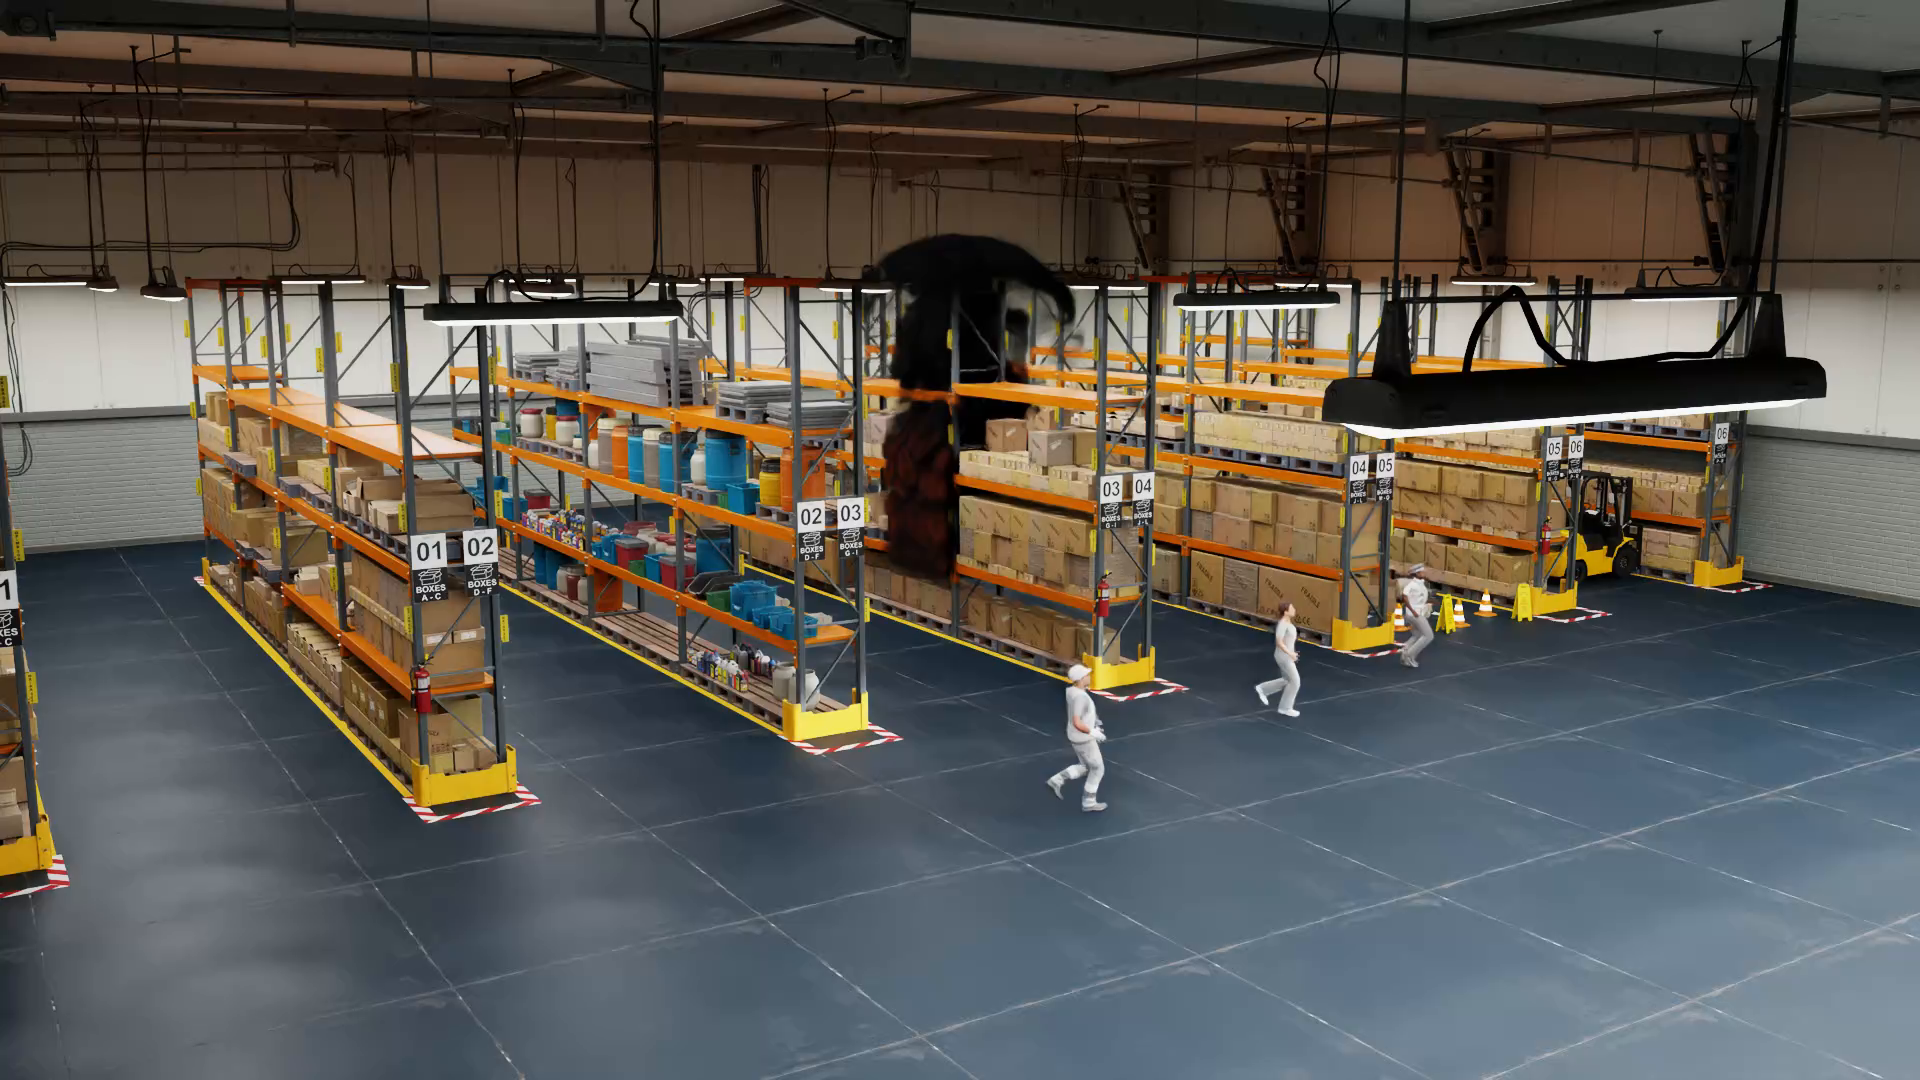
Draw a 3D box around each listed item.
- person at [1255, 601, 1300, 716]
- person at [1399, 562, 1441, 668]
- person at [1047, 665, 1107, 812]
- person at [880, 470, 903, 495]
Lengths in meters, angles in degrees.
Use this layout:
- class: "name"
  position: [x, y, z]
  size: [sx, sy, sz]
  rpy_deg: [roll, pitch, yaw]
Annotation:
- class: "person"
  position: [4.479, 1.648, 23.358]
  size: [0.632, 1.634, 0.589]
  rpy_deg: [2, 10, 13]
- class: "person"
  position: [7.212, 1.174, 26.025]
  size: [0.579, 1.673, 0.580]
  rpy_deg: [3, 10, 20]
- class: "person"
  position: [1.367, 2.289, 19.174]
  size: [0.701, 1.742, 0.659]
  rpy_deg: [-1, 10, -8]
- class: "person"
  position: [-1.491, -0.730, 37.075]
  size: [0.716, 1.780, 0.934]
  rpy_deg: [-7, 12, -35]
